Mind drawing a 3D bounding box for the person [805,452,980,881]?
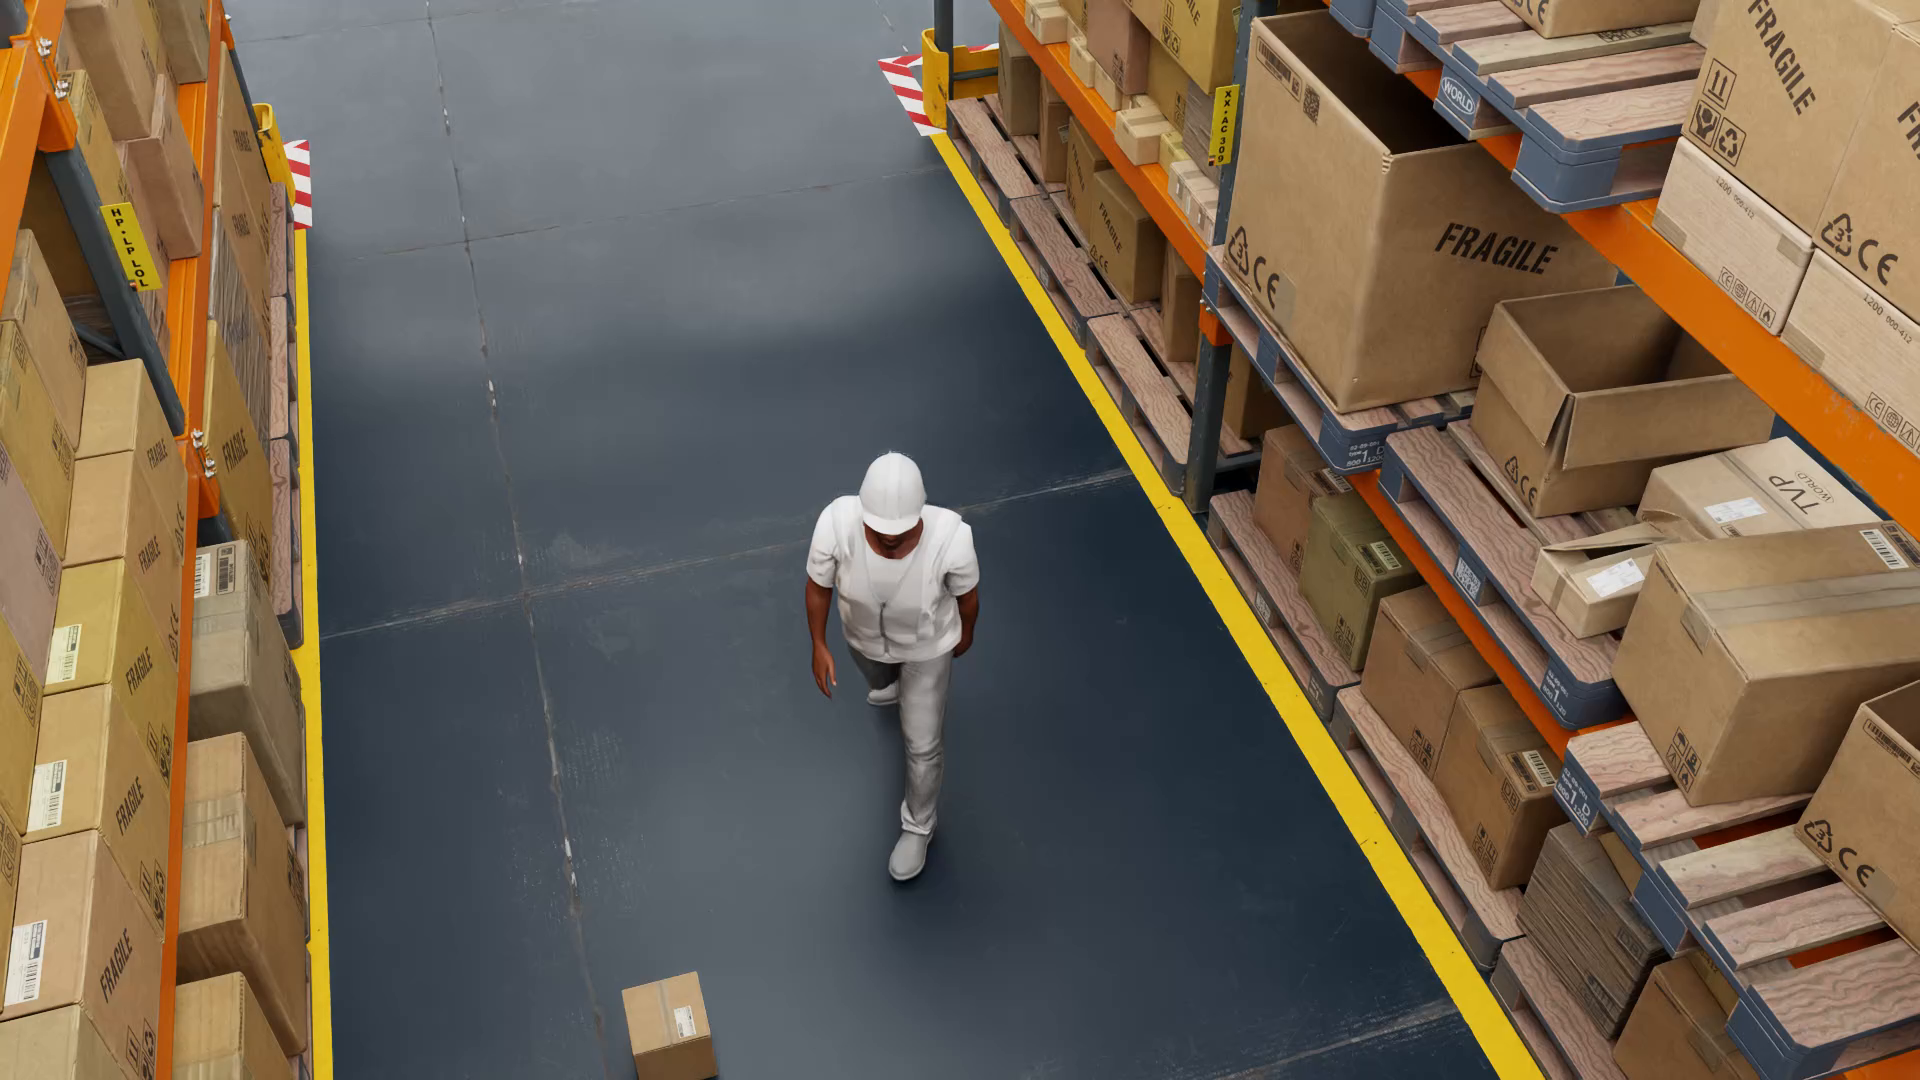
[{"bbox_3d":[-0.203,0.283,5.843,0.561,1.728,0.990,13,44,14],"label":"person"}]
